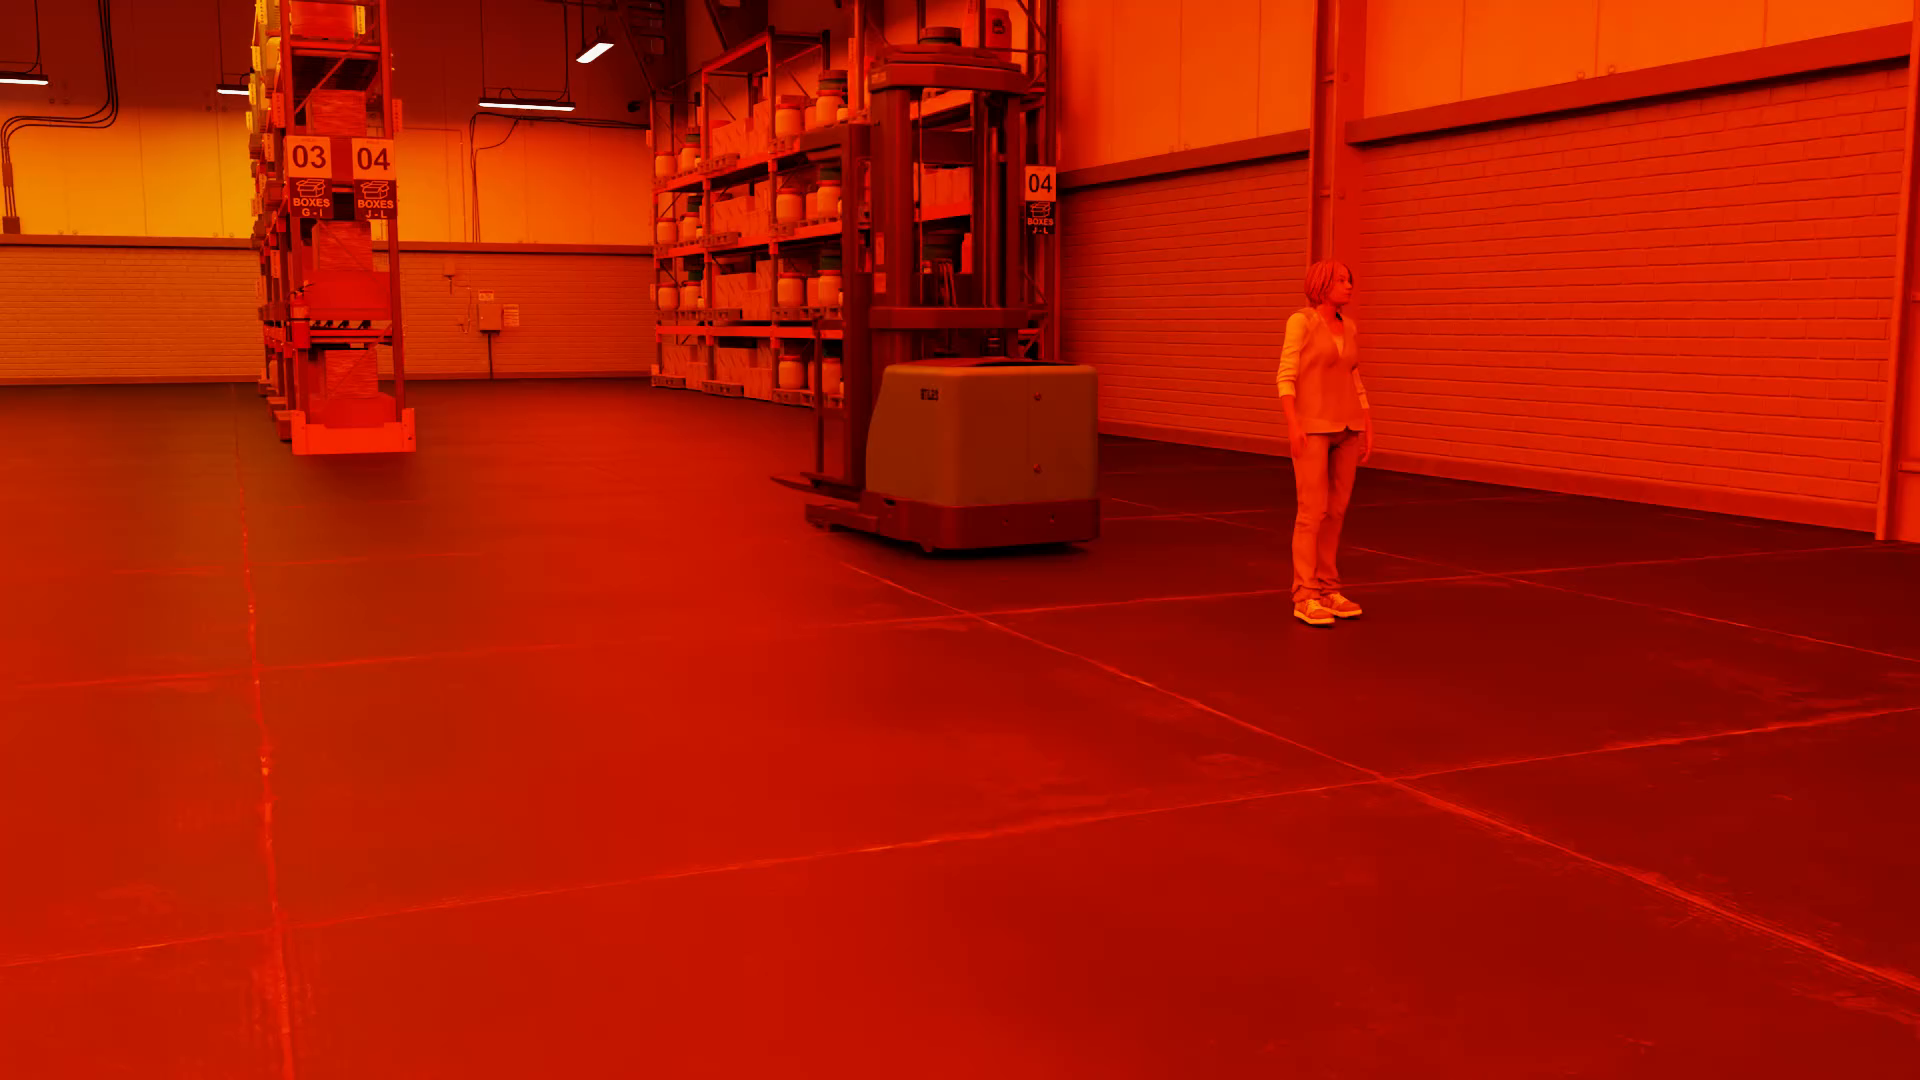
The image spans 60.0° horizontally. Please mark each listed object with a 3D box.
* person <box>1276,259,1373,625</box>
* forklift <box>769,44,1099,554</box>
[{"bbox_3d":[1.676,-0.452,7.416,0.520,1.597,0.475,-4,9,-31],"label":"person"},{"bbox_3d":[-0.342,-1.530,10.546,1.130,2.935,3.031,-4,9,-29],"label":"forklift"}]
